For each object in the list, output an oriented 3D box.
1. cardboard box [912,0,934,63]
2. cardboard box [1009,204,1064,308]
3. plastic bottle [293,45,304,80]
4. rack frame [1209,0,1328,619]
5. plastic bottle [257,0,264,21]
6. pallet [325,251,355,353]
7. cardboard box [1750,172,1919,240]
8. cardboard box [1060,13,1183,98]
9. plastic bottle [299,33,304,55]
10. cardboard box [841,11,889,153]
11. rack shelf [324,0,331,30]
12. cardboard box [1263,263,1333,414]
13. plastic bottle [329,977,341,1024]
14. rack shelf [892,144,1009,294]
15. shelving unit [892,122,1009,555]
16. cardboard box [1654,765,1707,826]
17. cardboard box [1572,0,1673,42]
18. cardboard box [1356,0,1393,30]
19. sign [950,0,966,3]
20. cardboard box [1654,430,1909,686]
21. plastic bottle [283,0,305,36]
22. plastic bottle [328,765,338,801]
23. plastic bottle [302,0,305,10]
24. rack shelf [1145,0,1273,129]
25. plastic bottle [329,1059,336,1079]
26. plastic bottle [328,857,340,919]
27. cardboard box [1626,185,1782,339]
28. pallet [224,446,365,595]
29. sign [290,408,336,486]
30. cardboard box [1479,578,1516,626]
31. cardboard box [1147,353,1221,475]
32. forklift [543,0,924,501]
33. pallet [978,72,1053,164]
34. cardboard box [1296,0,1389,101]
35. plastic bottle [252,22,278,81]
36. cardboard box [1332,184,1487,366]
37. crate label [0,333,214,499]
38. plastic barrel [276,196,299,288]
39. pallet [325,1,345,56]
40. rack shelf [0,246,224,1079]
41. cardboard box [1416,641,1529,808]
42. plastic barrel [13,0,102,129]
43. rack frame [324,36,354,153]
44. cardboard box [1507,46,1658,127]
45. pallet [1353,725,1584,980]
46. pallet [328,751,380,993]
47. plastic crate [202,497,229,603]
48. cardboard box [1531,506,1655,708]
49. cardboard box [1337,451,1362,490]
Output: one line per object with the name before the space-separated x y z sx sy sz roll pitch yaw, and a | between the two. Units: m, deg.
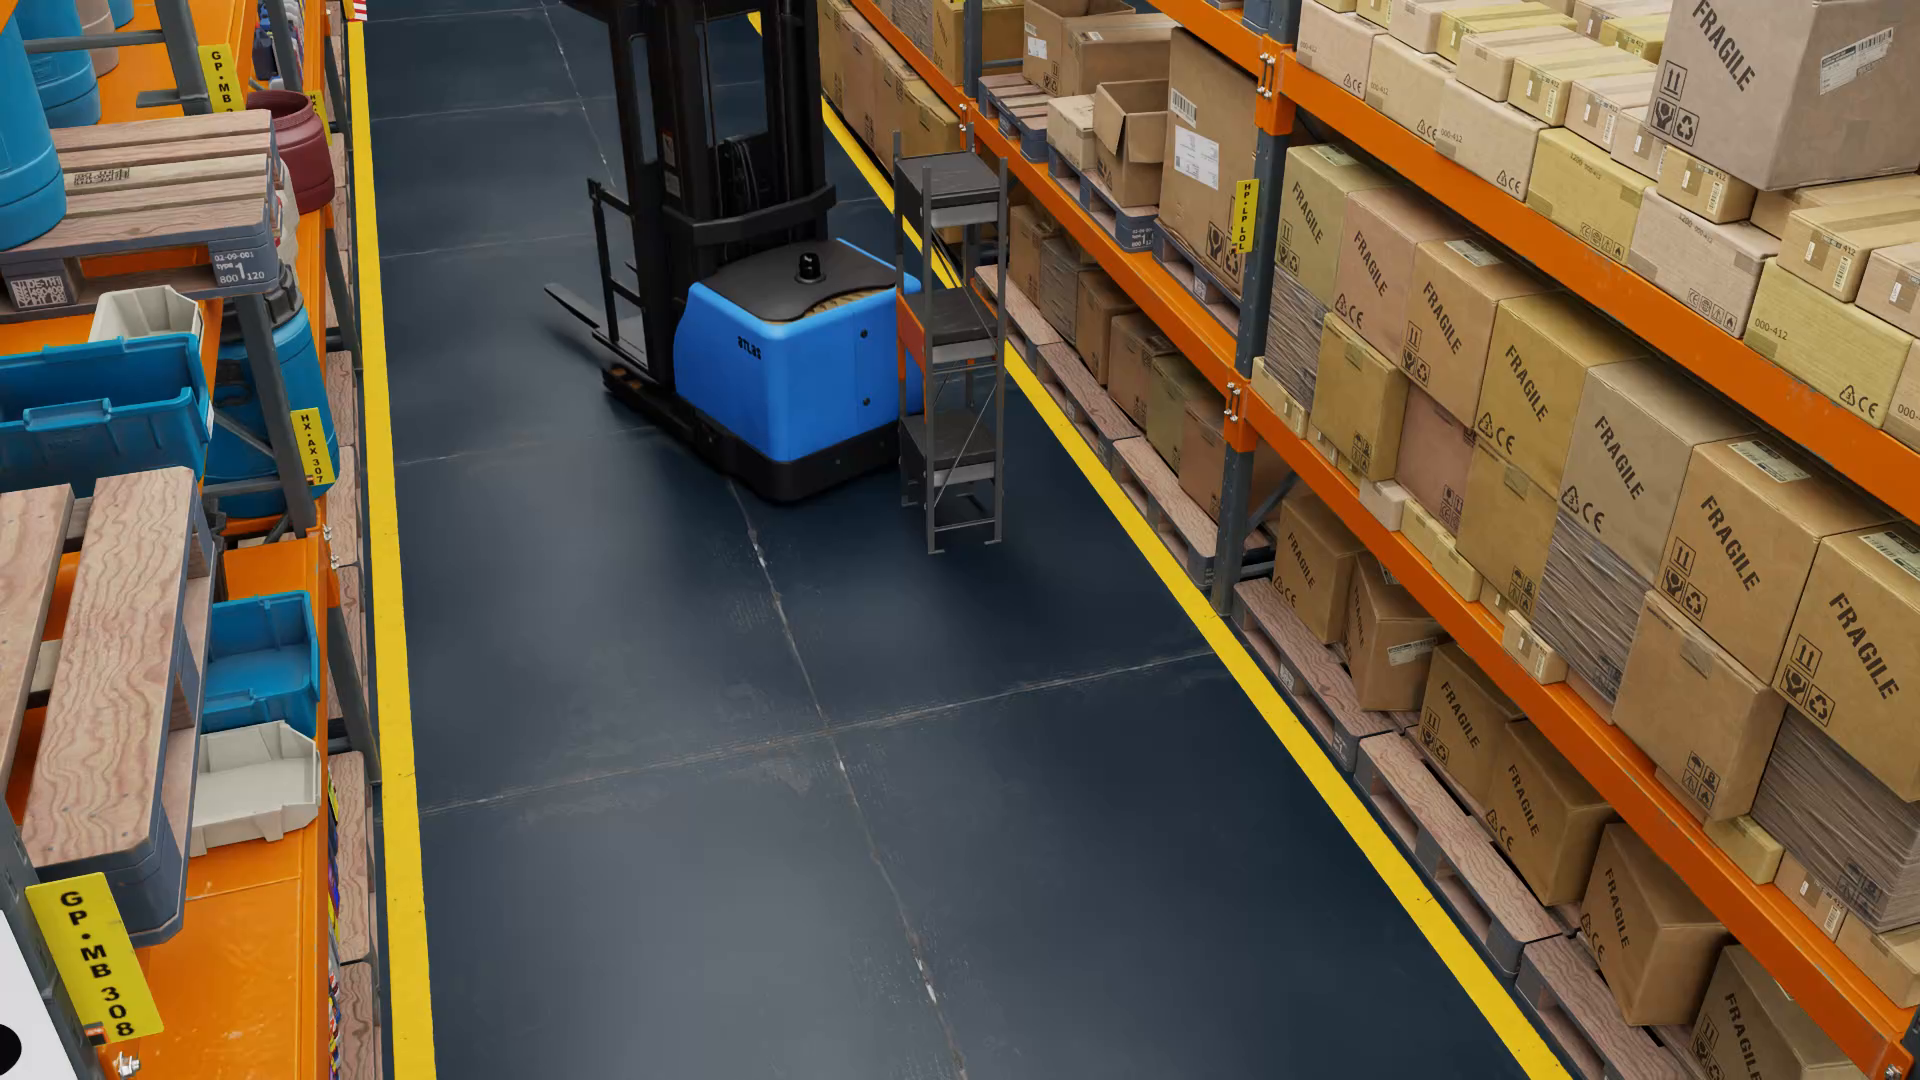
cardboard box | -0.019 -3.604 11.393 0.500 0.500 0.500 -10 35 -15
cardboard box | 0.738 -1.874 10.734 0.700 0.500 0.500 -12 35 -17
plastic bottle | -4.388 -3.149 10.911 0.097 0.271 0.097 0 33 0
rack frame | 1.735 -0.982 7.515 1.000 3.000 0.127 -10 35 -15
plastic bottle | -4.911 -3.780 11.794 0.144 0.351 0.185 -10 35 -15
pallet | -4.483 -1.493 10.818 1.003 0.211 1.213 -10 35 -15
cardboard box | 2.361 -0.891 4.431 0.380 0.149 0.250 -10 35 -14
cardboard box | 0.983 -2.746 9.713 0.700 0.500 0.500 -5 34 -8
plastic bottle | -4.556 -3.409 11.368 0.097 0.201 0.097 0 33 0
cardboard box | -0.218 -3.669 13.129 1.225 0.875 0.875 -11 35 -16
rack shelf | -6.033 -5.099 14.399 1.077 0.370 4.000 -10 35 -15
cardboard box | 1.813 -0.901 7.033 0.875 0.500 0.500 -10 35 -15
plastic bottle | -2.215 1.563 5.740 0.097 0.271 0.097 0 33 0
rack shelf | -0.050 -1.536 7.924 0.431 0.518 0.480 -10 35 -15
shelving unit | -0.050 -0.963 8.303 0.431 2.100 0.503 -10 35 -15
cardboard box | 2.409 0.720 5.167 0.380 0.149 0.250 -10 35 -15
cardboard box | 2.371 -1.802 5.809 0.380 0.149 0.250 -11 35 -16
cardboard box | 1.686 -1.986 6.089 0.380 0.149 0.250 -12 35 -17
sign | -0.013 -3.470 10.230 0.100 0.325 0.005 -10 35 -15
cardboard box | 2.394 0.026 4.722 0.500 0.500 0.500 -10 35 -15
plastic bottle | -4.729 -3.688 11.724 0.152 0.276 0.135 -10 35 -15
plastic bottle | -2.575 0.973 6.696 0.097 0.201 0.097 0 33 0
plastic bottle | -4.880 -4.034 12.240 0.061 0.283 0.133 -10 35 -15
rack shelf | 1.125 -2.983 8.476 1.077 0.370 4.000 -10 35 -15
plastic bottle | -2.070 1.774 5.409 0.061 0.283 0.133 -9 35 -14
plastic bottle | -2.363 1.270 6.173 0.061 0.283 0.133 -8 34 -12
cardboard box | 2.262 -0.813 4.675 0.500 0.250 0.500 -9 35 -14
pallet | -3.635 -0.033 8.609 1.003 0.211 1.213 -10 35 -15
sign | -2.455 -0.351 6.310 0.100 0.325 0.005 -10 35 -15
cardboard box | 2.104 0.195 5.962 0.380 0.149 0.250 -10 35 -15
cardboard box | 1.440 -0.702 8.960 0.700 0.500 0.500 -10 35 -15
forklift | -1.506 -2.174 9.382 1.130 2.935 3.031 -24 41 -32
pallet | 0.833 -2.646 10.207 1.213 0.211 1.003 -10 35 -15
cardboard box | 1.628 -1.892 6.307 0.500 0.250 0.500 -11 35 -17
plastic bottle | -4.598 -3.227 10.957 0.144 0.351 0.185 -10 35 -15
cardboard box | 1.784 -1.024 6.311 0.500 0.500 0.500 -10 35 -15
crate label | -2.018 -0.277 3.862 0.502 0.251 0.408 -10 35 -15
plastic barrel | -3.421 -1.357 7.960 0.433 0.535 0.433 0 33 0
pallet | -6.428 -4.847 15.893 1.003 0.211 1.213 -10 35 -15
rack shelf | -2.372 -0.050 4.037 1.077 0.370 4.000 -10 35 -15
cardboard box | 2.265 0.715 6.834 0.500 0.500 0.500 -13 36 -19
plastic barrel | -3.344 -1.840 5.639 0.600 0.901 0.708 -10 35 -15
rack frame | -5.423 -4.349 12.611 1.000 3.000 0.127 -10 35 -15
cardboard box | 1.974 -1.436 5.257 0.380 0.149 0.250 -11 35 -16
pallet | 2.349 1.170 6.788 1.003 0.211 1.213 -10 35 -15
pallet | -2.817 1.374 6.479 1.003 0.211 1.213 -10 35 -15
plastic crate | -2.944 0.173 5.824 0.767 0.338 0.504 -10 35 -15
cardboard box | 2.435 0.147 5.447 0.875 0.500 0.500 -10 35 -15
cardboard box | 1.766 -0.324 6.747 0.380 0.149 0.250 -10 35 -15
